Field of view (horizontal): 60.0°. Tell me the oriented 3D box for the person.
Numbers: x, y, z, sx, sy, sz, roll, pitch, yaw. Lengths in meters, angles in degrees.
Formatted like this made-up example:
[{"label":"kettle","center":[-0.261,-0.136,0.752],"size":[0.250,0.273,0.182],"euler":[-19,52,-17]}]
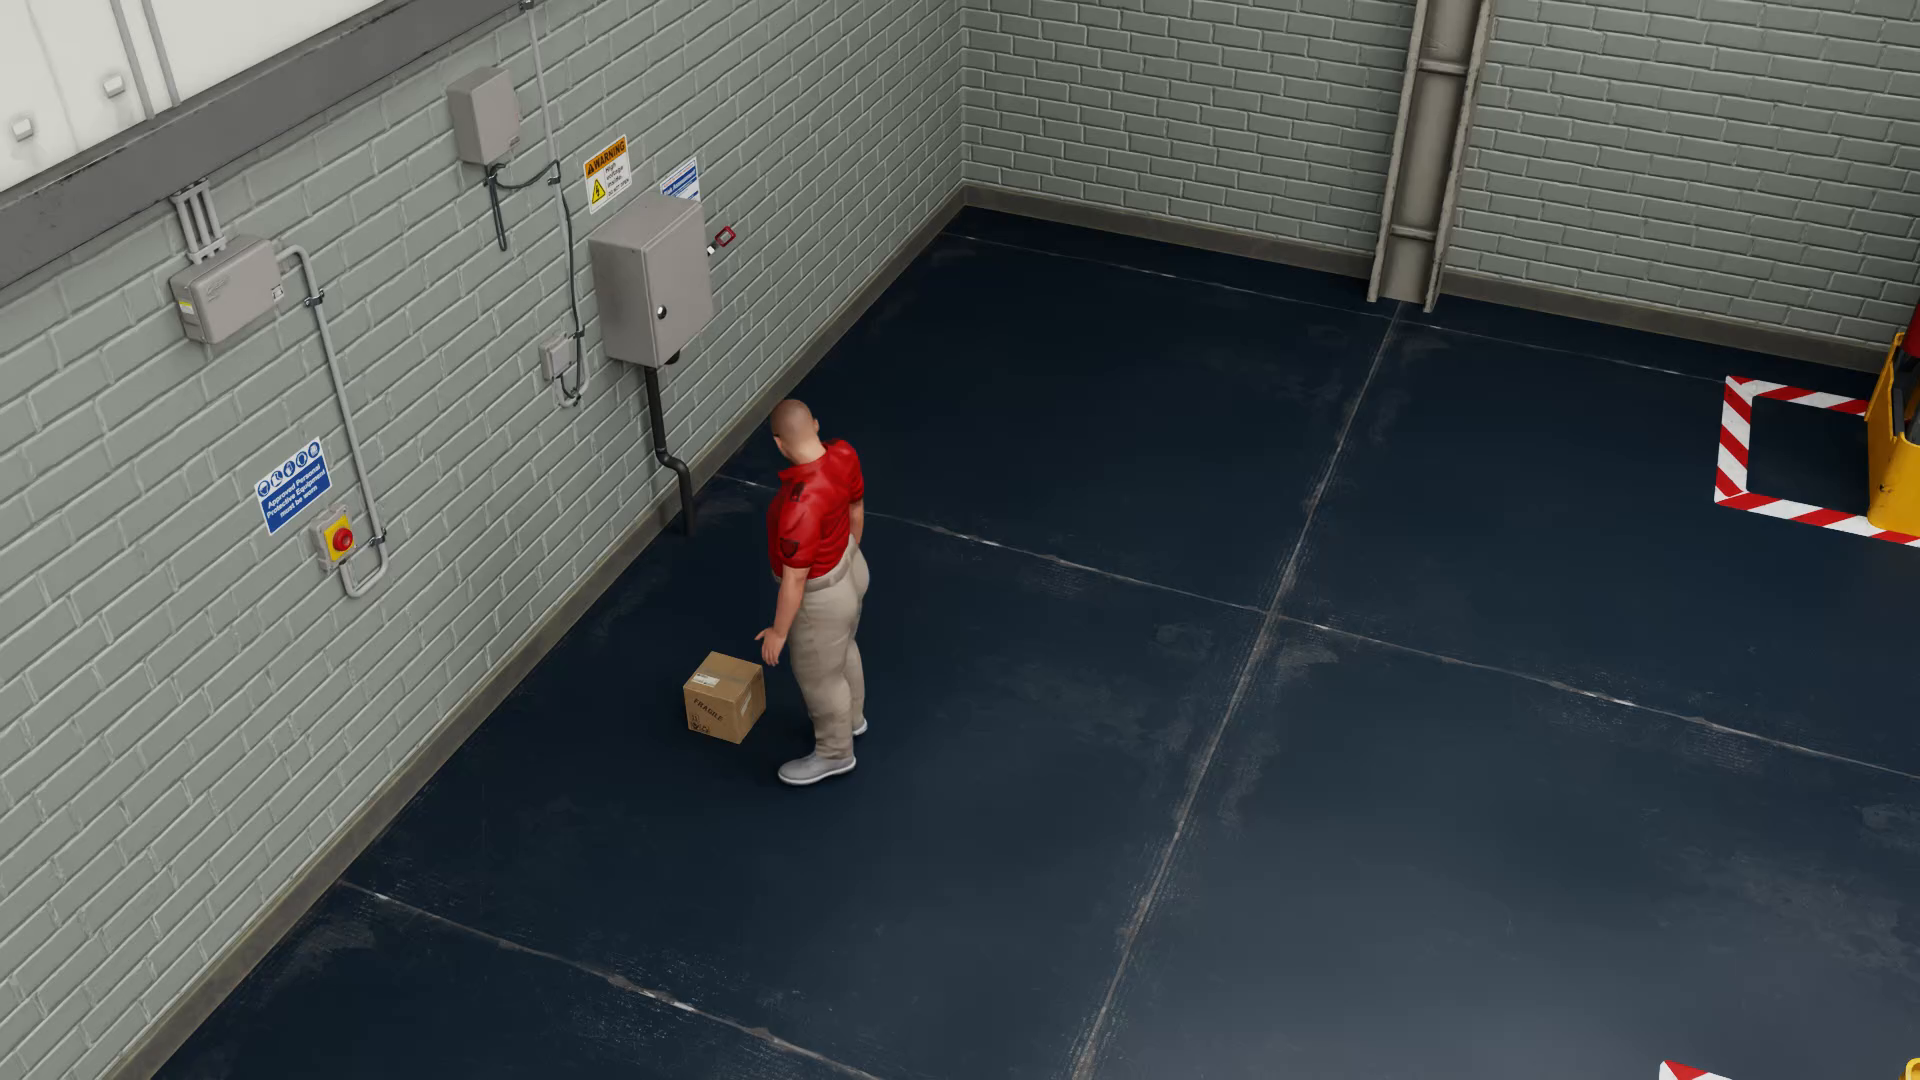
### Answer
[{"label":"person","center":[-0.562,0.230,6.540],"size":[0.362,1.752,0.630],"euler":[8,38,10]}]
